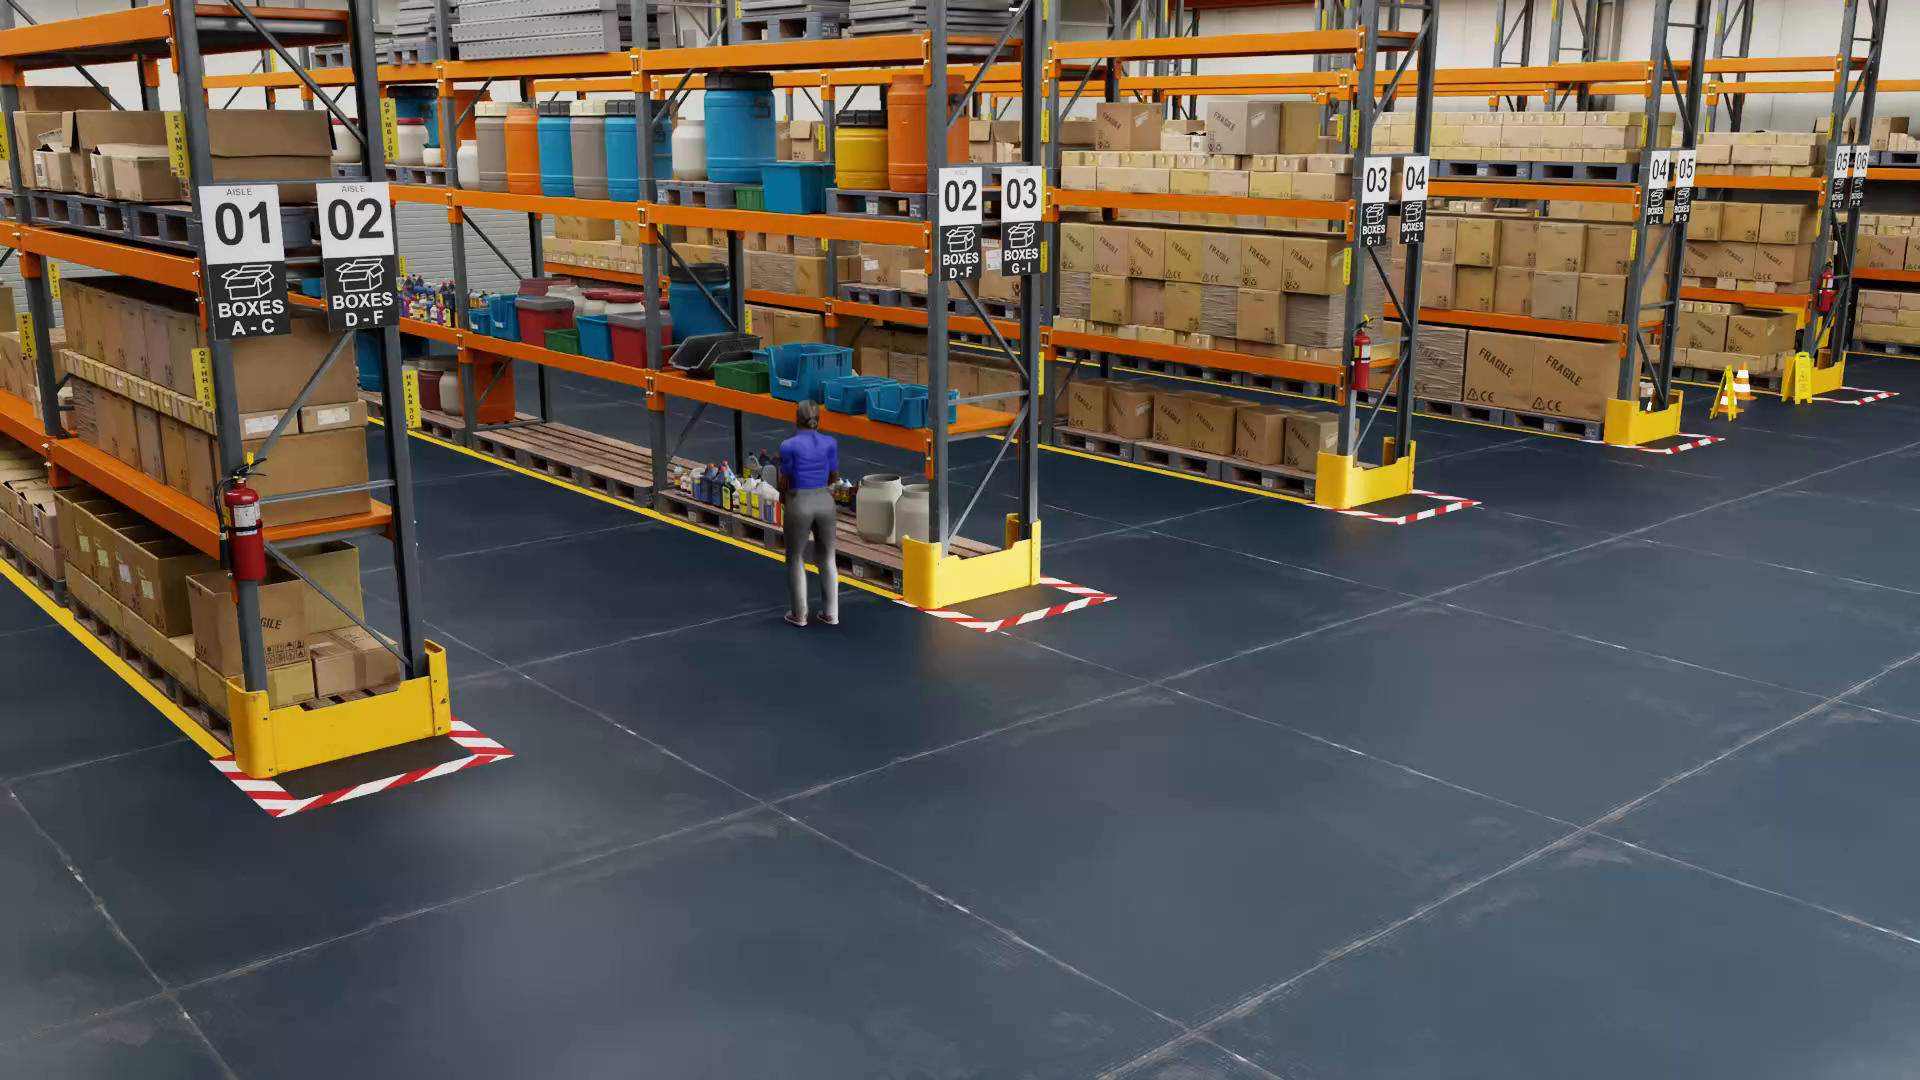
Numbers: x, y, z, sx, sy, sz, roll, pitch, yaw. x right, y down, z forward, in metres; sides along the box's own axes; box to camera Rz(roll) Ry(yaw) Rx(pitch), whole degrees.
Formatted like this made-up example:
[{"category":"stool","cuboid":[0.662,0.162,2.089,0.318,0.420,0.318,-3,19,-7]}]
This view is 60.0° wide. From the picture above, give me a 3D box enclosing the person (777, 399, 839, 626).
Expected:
[{"category":"person","cuboid":[-1.090,-0.211,11.868,0.451,1.651,0.515,-5,15,-20]}]
